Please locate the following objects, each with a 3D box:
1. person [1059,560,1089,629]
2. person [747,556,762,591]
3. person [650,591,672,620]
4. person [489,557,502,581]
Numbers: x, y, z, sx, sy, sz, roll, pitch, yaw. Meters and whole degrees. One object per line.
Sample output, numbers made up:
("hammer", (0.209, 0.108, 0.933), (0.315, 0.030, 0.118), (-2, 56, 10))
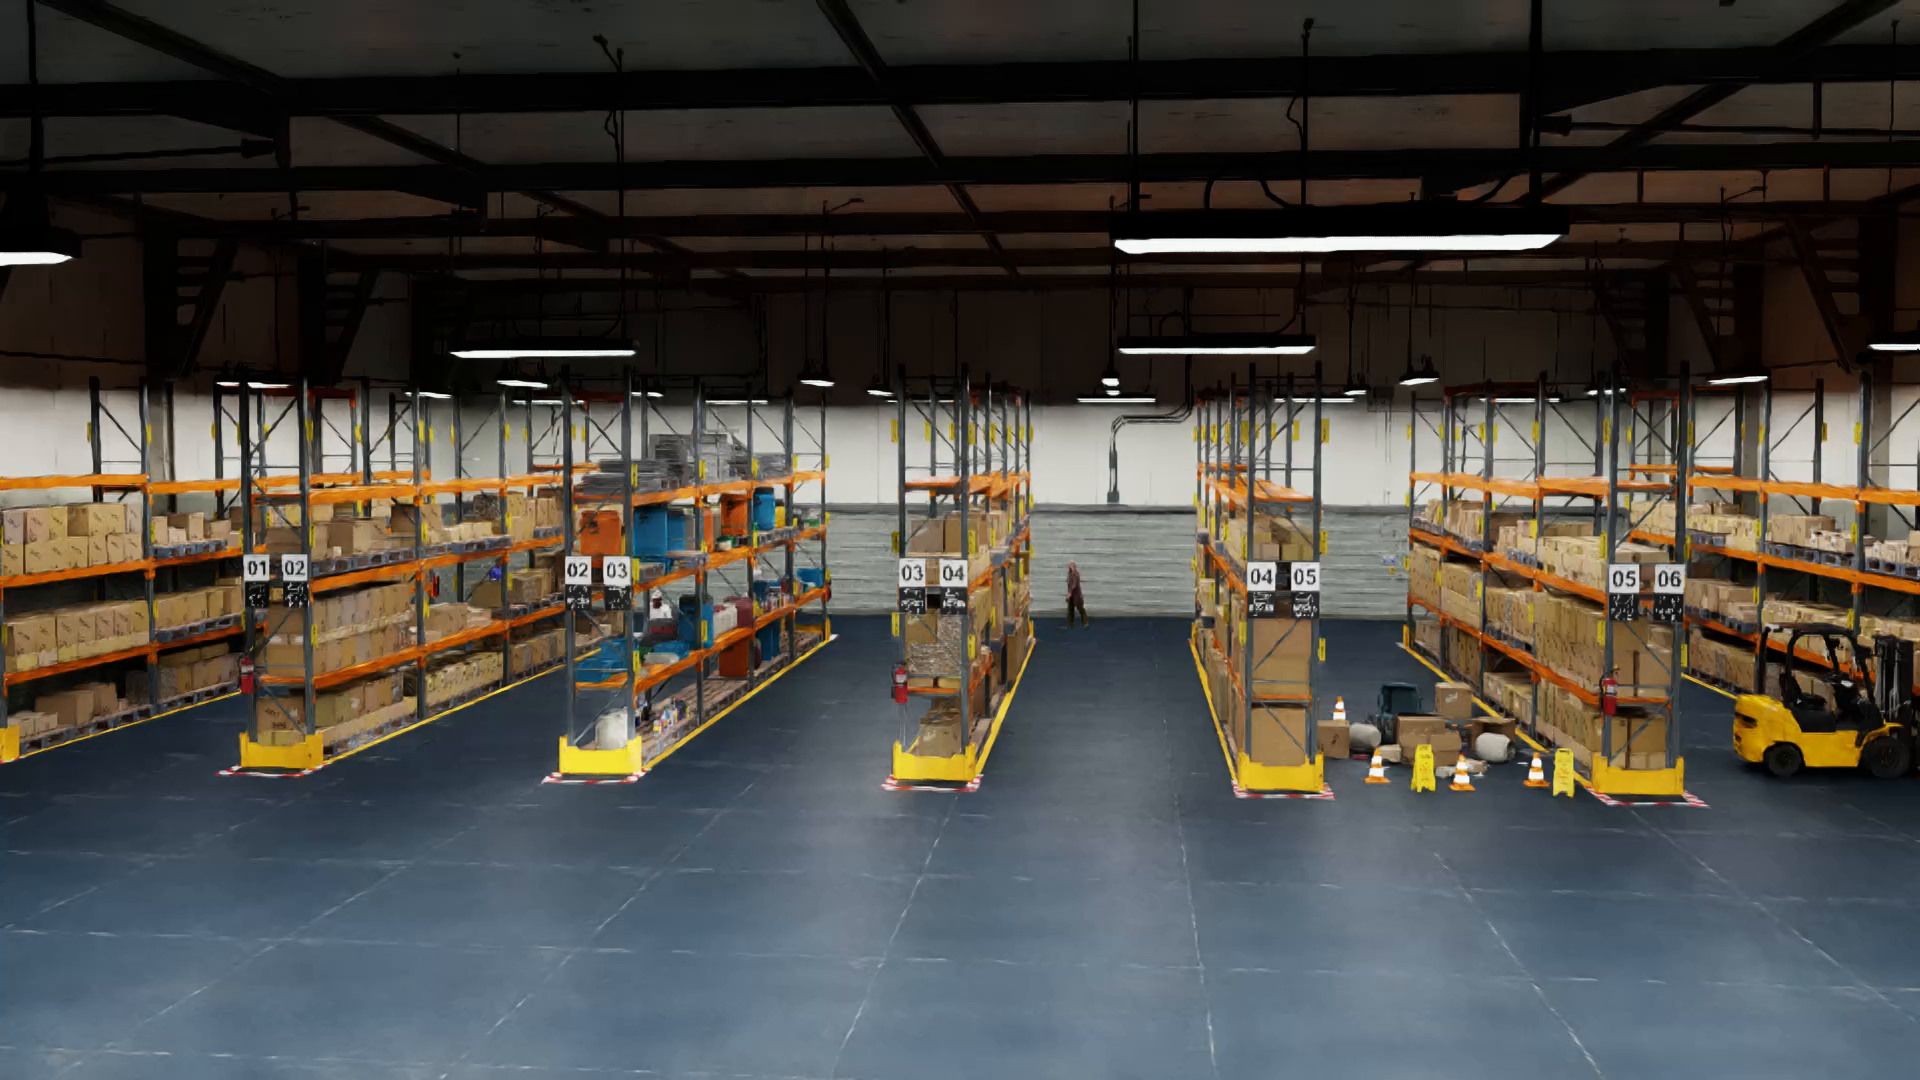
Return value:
("person", (2.945, 1.391, 42.526), (0.768, 1.770, 0.605), (-1, 4, -22))
("person", (-5.702, 1.274, 45.183), (0.643, 1.664, 0.497), (-3, 5, -36))
("person", (-6.345, 1.904, 34.967), (0.575, 1.689, 1.128), (0, 4, 3))
("person", (-12.632, 1.292, 45.020), (0.652, 1.652, 0.490), (-3, 5, -35))
